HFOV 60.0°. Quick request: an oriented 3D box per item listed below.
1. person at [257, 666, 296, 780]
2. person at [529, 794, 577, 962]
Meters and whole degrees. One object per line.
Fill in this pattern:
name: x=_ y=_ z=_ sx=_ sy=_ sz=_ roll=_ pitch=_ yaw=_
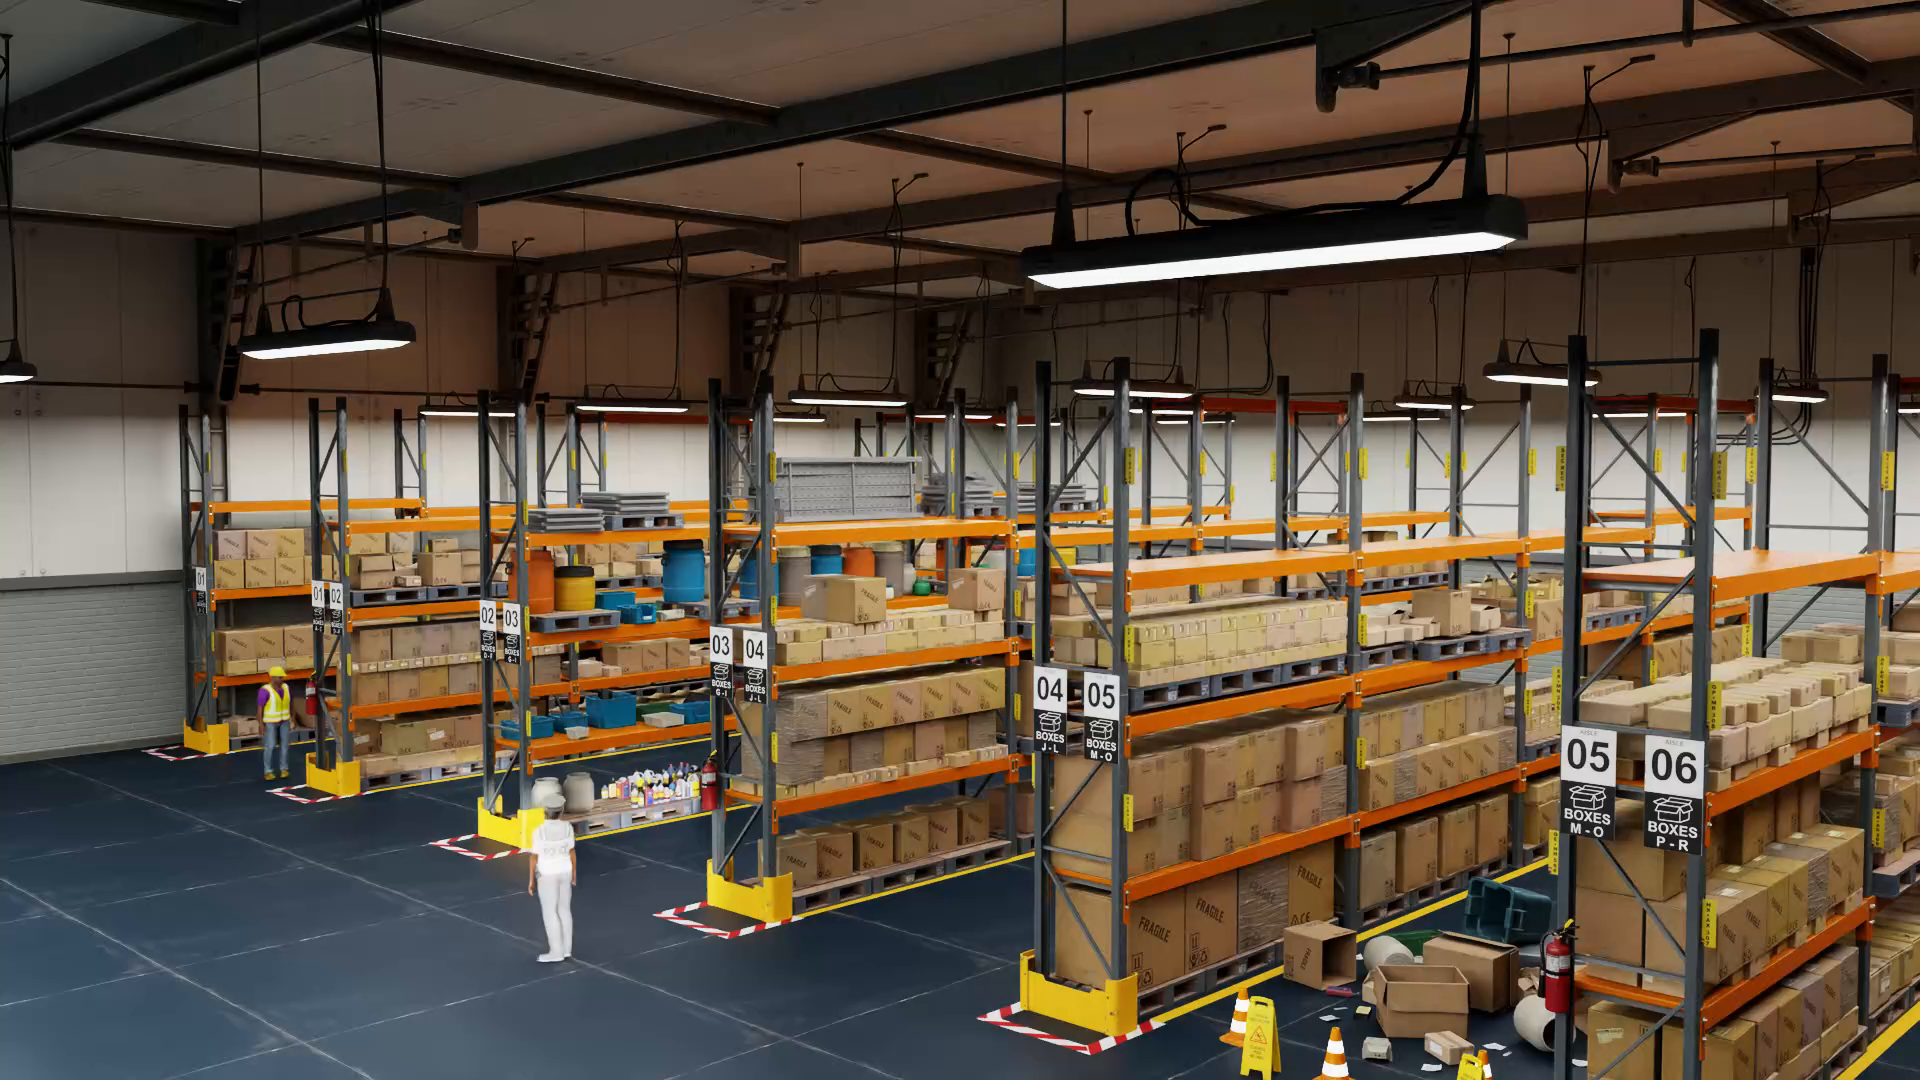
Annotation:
person: x=-10.831 y=2.890 z=26.367 sx=0.411 sy=1.783 sz=0.603 roll=2 pitch=4 yaw=35
person: x=-4.138 y=3.434 z=16.962 sx=0.412 sy=1.698 sz=0.531 roll=2 pitch=4 yaw=34
